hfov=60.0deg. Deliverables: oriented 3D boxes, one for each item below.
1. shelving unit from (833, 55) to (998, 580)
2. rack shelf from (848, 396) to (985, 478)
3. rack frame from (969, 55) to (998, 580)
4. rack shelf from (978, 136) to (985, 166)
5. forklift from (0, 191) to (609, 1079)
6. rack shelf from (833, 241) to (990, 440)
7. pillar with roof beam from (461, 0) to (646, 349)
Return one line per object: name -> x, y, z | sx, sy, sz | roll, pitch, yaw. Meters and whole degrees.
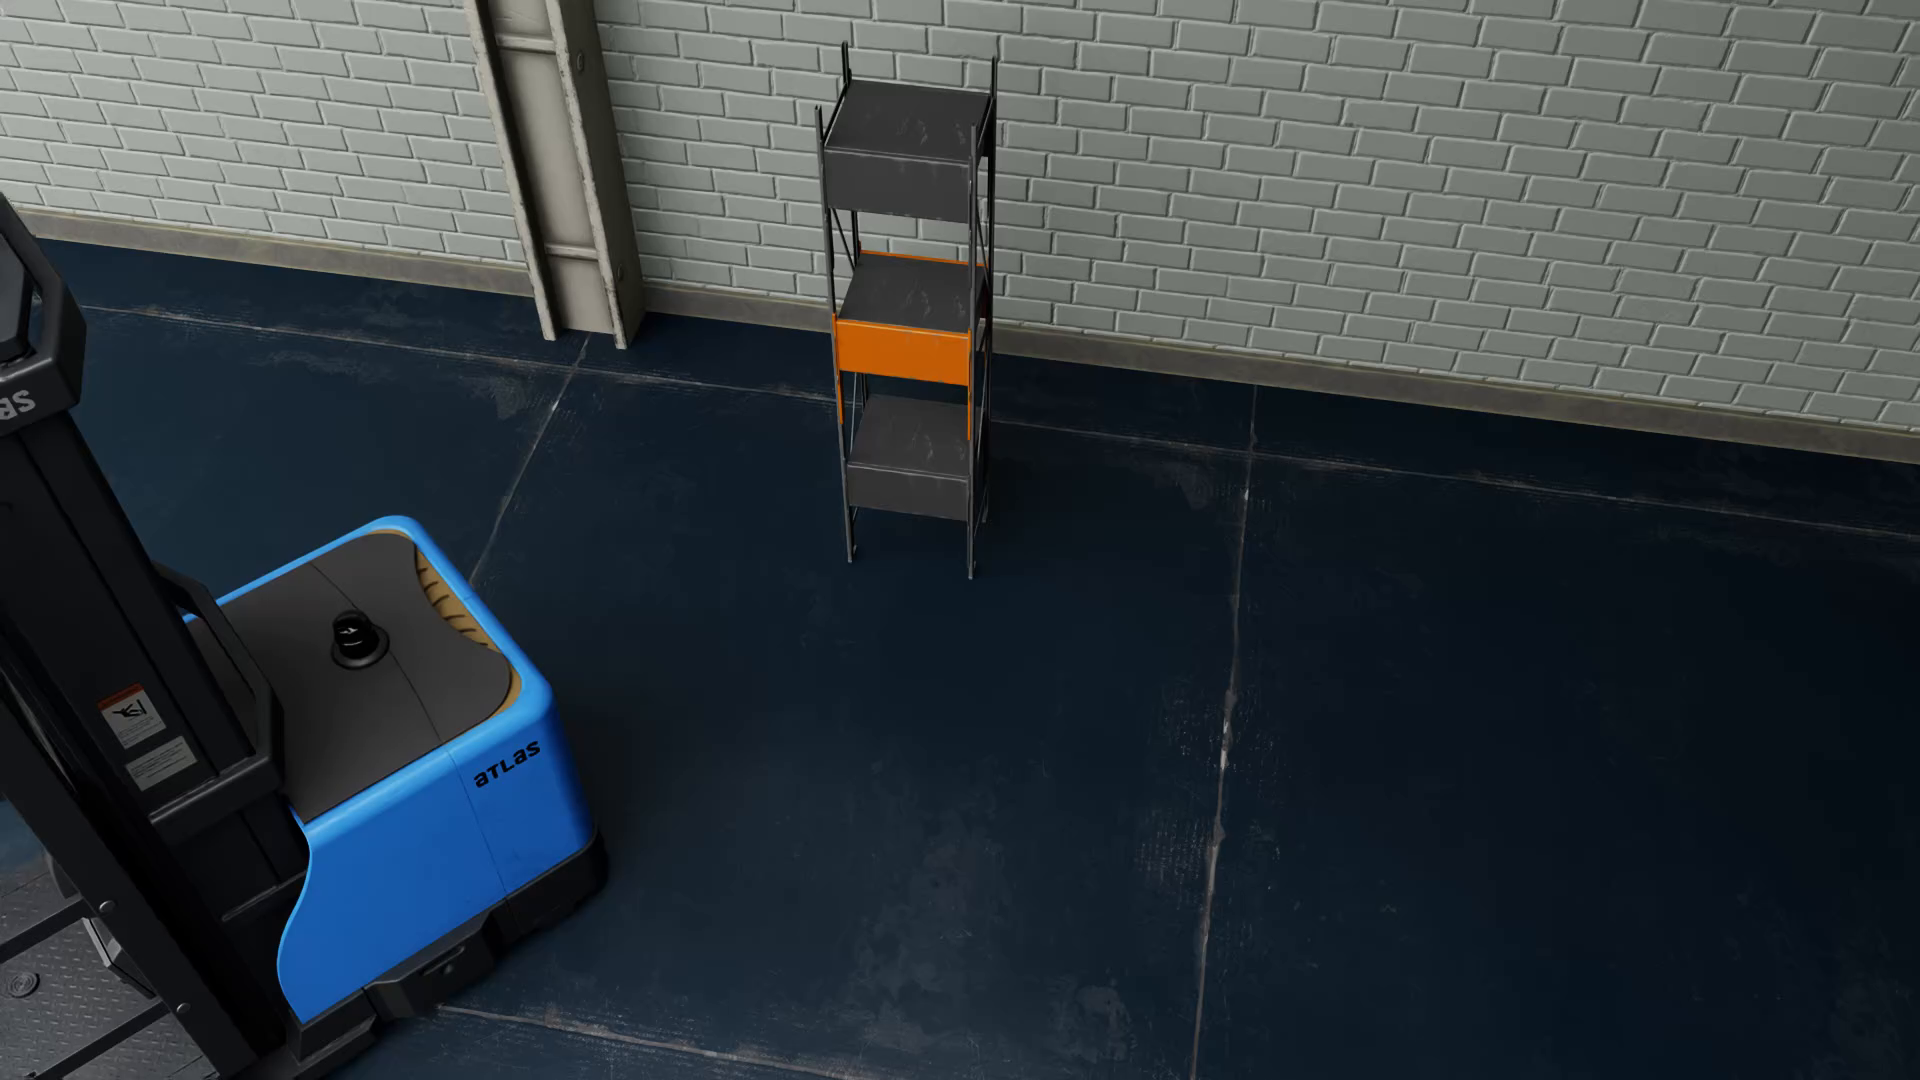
shelving unit -> -0.157, -0.723, 5.960 | 0.492, 2.100, 0.431 | 8, 49, 7
rack shelf -> -0.163, -0.338, 6.390 | 0.457, 0.174, 0.368 | 8, 49, 7
rack frame -> 0.077, -0.691, 5.932 | 0.015, 2.100, 0.400 | 8, 49, 7
rack shelf -> -0.163, -1.249, 5.376 | 0.442, 0.100, 0.332 | 8, 49, 7
forklift -> -2.650, 0.602, 4.211 | 3.031, 2.935, 1.130 | -31, 55, -25
rack shelf -> -0.163, -0.715, 5.971 | 0.480, 0.518, 0.431 | 8, 49, 7
pillar with roof beam -> -2.431, -0.854, 1.439 | 0.400, 9.000, 9.100 | 8, 49, 7
